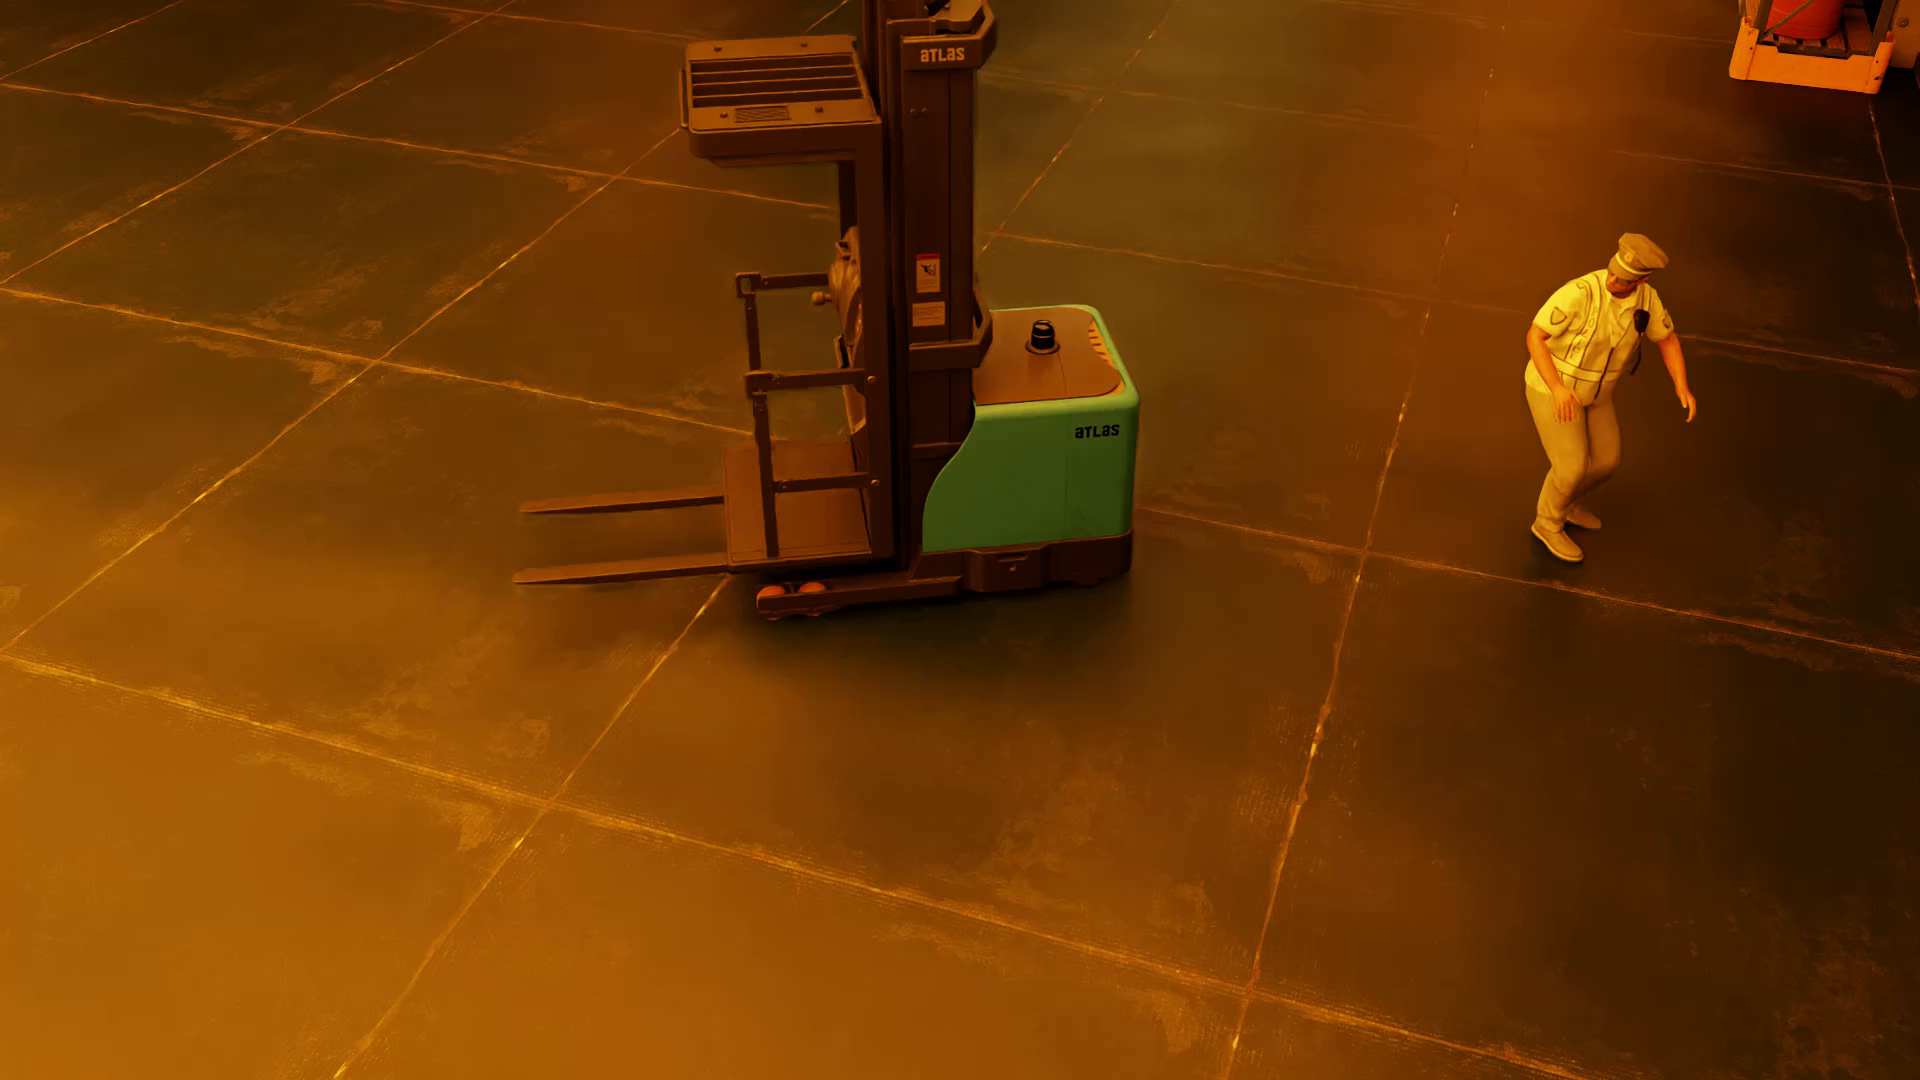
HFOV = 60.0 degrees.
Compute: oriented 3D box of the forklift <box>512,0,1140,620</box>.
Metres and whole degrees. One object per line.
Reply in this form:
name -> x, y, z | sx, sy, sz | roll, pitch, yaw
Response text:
forklift -> -0.703, -1.134, 7.711 | 3.031, 2.935, 1.130 | -5, 36, -7
